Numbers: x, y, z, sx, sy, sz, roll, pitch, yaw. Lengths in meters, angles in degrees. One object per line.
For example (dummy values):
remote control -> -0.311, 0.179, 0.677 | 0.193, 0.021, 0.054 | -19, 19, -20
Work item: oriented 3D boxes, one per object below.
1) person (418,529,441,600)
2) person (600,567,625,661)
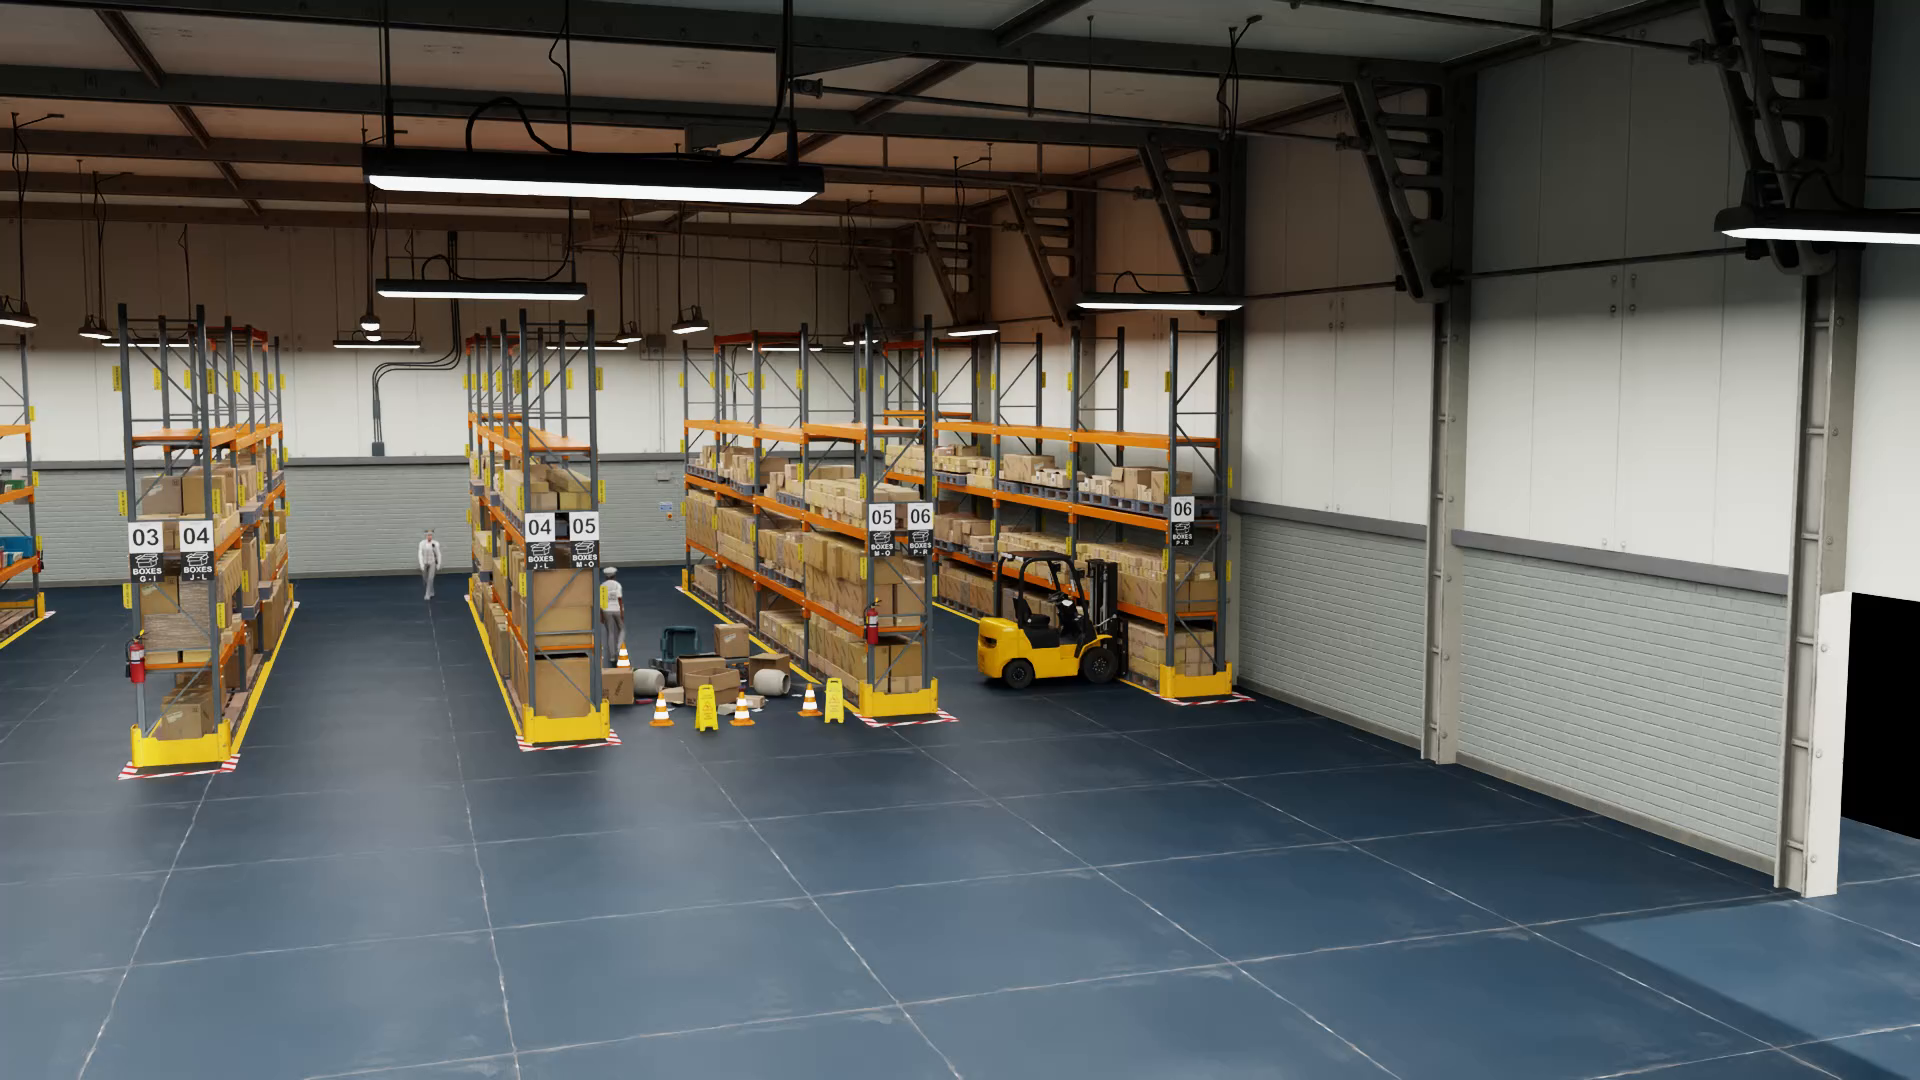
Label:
person -> -12.277, 0.549, 38.418 | 0.462, 1.596, 1.014 | 0, 5, -4
person -> -6.247, 1.326, 29.905 | 0.484, 1.661, 0.496 | -1, 6, -10
